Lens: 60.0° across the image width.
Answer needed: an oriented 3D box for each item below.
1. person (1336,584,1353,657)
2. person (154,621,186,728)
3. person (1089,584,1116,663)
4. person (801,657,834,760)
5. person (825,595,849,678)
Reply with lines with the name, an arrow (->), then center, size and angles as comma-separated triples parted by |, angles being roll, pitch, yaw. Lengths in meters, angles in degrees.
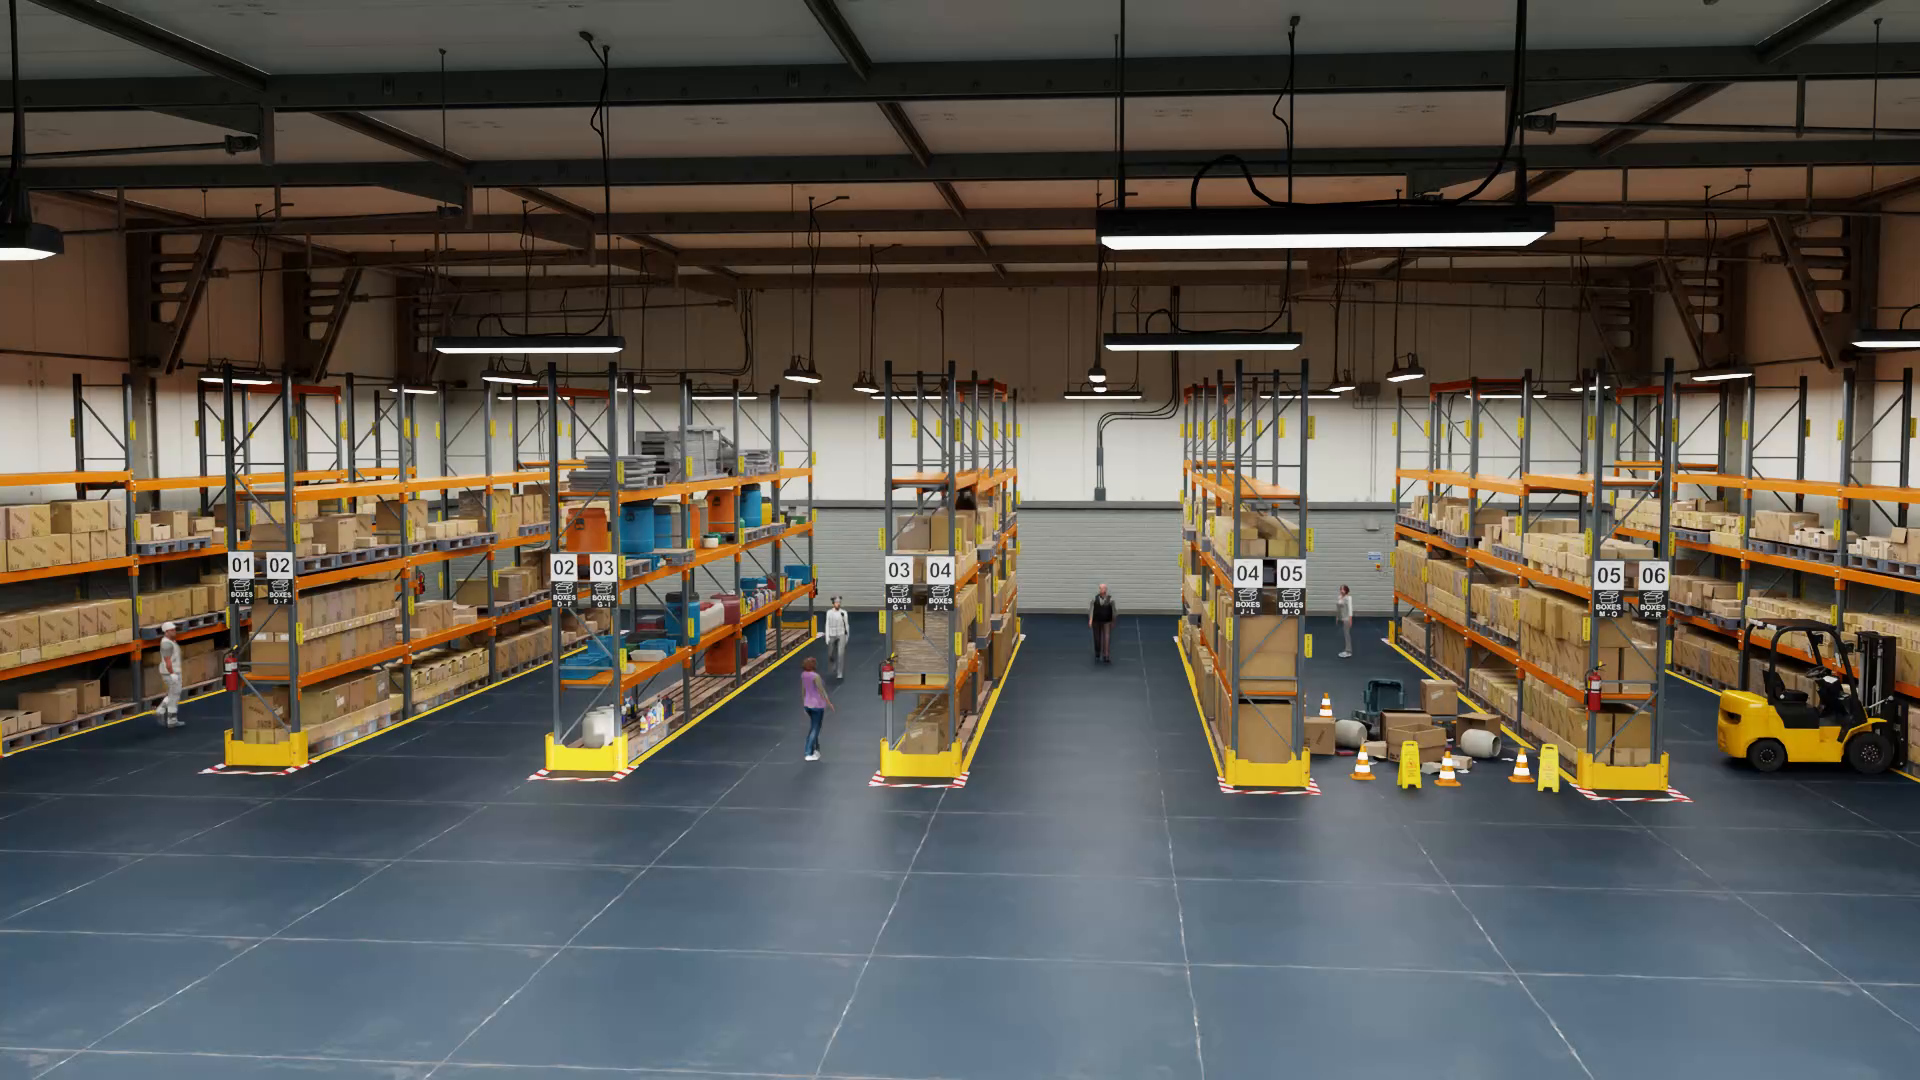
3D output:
person -> 8.507, 1.782, 36.817 | 0.337, 1.601, 0.482 | -1, 4, -8
person -> -13.274, 2.256, 27.933 | 0.538, 1.785, 0.497 | 3, 5, 39
person -> 3.090, 1.791, 36.033 | 0.591, 1.681, 0.988 | 0, 4, 3
person -> -2.195, 2.561, 25.190 | 0.447, 1.611, 0.492 | 3, 5, 39
person -> -2.487, 1.944, 33.762 | 0.483, 1.651, 0.707 | 0, 4, 2
